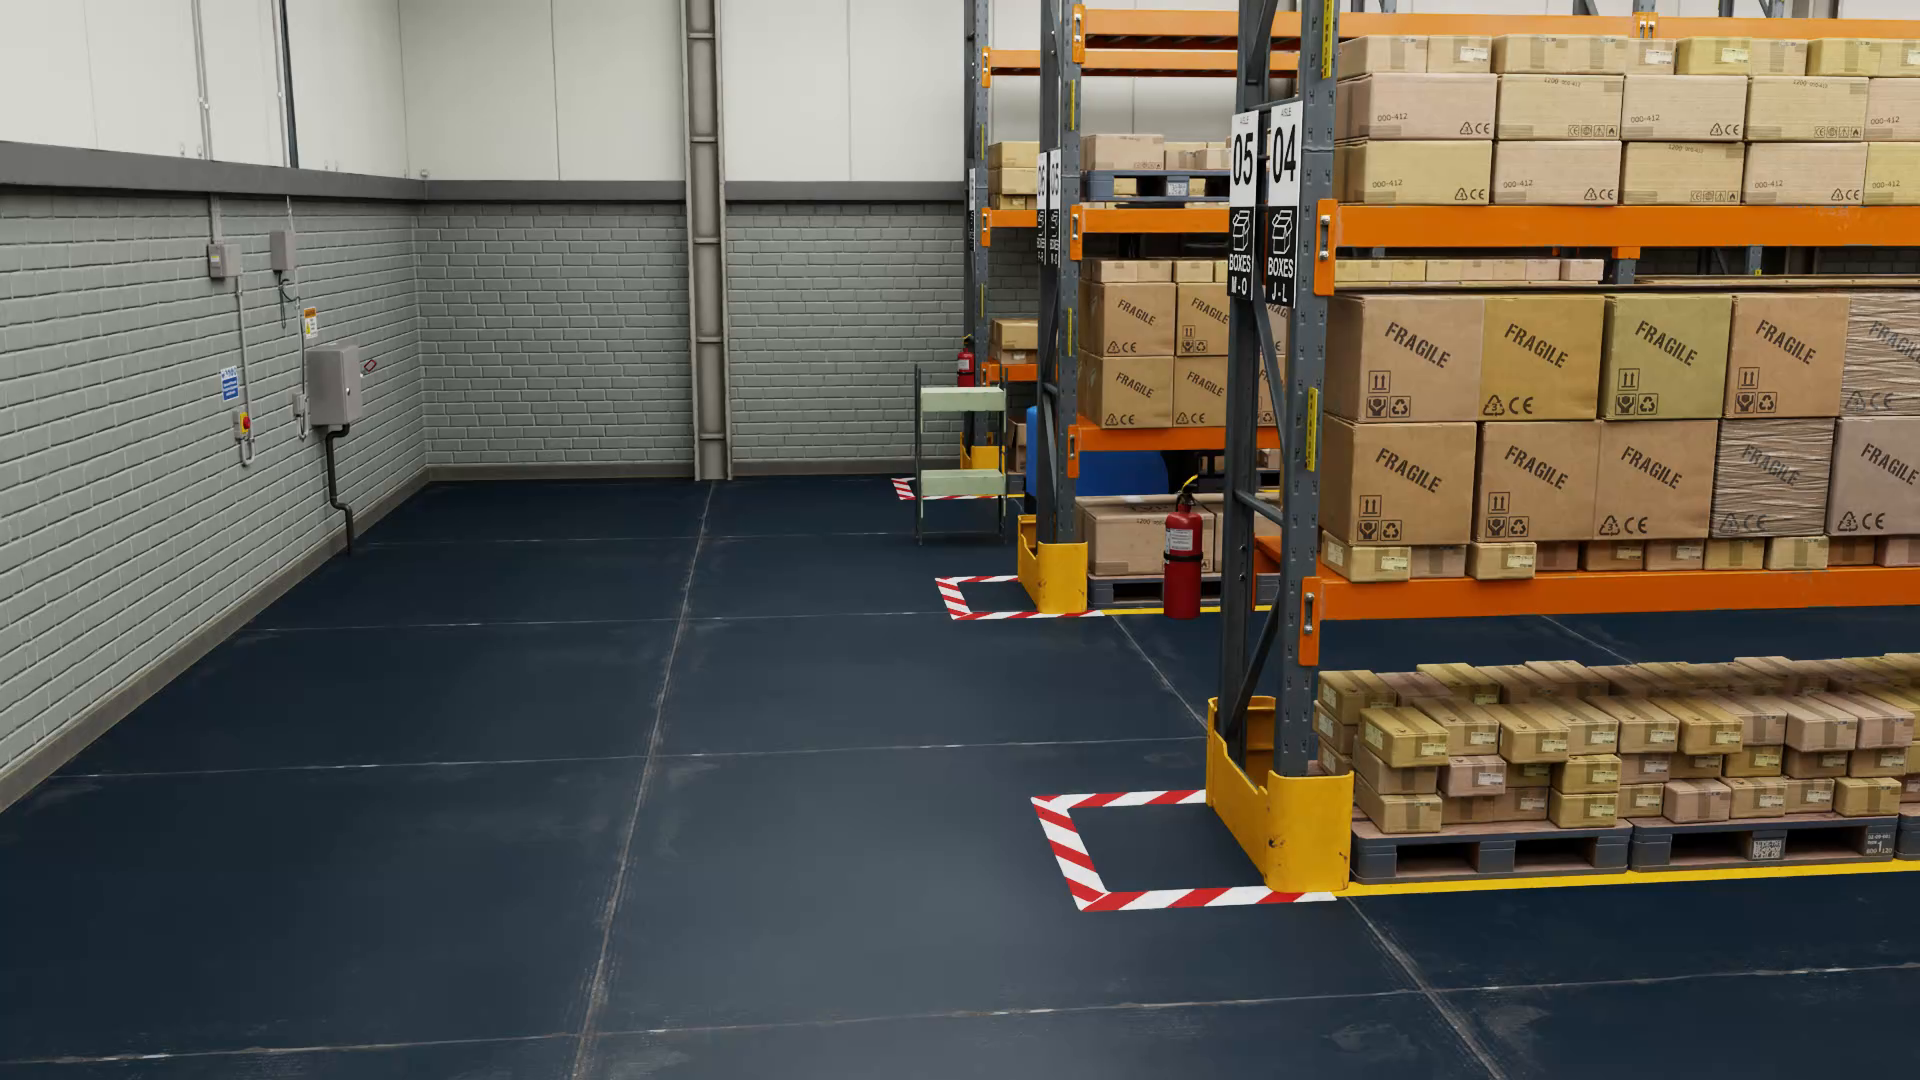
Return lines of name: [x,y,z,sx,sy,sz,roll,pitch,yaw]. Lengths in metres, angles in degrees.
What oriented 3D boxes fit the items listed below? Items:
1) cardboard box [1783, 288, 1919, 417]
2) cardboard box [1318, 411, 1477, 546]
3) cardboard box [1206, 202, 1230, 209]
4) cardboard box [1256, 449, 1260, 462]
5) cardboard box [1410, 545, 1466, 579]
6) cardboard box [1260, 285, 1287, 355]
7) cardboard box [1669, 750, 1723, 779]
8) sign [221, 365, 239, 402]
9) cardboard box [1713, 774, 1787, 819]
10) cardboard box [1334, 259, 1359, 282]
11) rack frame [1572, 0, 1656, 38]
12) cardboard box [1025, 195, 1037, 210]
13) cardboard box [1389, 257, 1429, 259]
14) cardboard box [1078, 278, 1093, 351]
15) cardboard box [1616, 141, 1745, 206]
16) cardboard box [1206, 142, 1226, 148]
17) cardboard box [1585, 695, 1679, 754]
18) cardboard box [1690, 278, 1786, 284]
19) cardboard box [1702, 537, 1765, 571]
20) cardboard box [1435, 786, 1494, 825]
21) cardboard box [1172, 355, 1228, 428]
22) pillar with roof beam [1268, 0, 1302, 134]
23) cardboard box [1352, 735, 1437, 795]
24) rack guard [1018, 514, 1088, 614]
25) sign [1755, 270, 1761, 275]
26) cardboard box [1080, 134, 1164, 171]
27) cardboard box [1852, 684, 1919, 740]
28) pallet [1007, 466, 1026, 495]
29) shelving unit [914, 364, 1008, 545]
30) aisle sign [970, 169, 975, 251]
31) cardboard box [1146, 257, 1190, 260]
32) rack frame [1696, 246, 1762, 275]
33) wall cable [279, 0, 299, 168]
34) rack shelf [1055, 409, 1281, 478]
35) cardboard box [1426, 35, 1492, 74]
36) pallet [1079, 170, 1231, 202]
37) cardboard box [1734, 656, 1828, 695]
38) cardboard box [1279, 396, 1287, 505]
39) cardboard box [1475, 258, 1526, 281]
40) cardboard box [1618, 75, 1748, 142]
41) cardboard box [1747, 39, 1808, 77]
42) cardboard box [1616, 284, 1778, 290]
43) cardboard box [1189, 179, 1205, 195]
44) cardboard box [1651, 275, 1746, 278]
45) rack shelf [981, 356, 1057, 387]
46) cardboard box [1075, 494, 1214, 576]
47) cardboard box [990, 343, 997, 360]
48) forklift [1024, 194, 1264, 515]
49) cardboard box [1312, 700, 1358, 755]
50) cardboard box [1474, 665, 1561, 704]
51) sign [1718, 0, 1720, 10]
cardboard box: [3.845,-0.805,7.063,0.500,0.500,0.500,-1,11,-5]
cardboard box: [1.806,-0.269,6.928,0.500,0.500,0.500,-1,11,-3]
cardboard box: [2.531,-3.365,16.583,0.250,0.149,0.380,-1,11,-5]
cardboard box: [3.018,-0.929,17.621,0.250,0.149,0.380,-1,11,-7]
cardboard box: [1.936,0.049,6.994,0.250,0.149,0.380,-1,11,-4]
cardboard box: [2.226,-1.584,11.797,0.500,0.500,0.500,-1,11,-7]
cardboard box: [3.176,0.929,7.397,0.250,0.149,0.380,-1,11,-3]
sign: [-4.964,-1.065,11.306,0.001,0.218,0.327,-1,11,-6]
cardboard box: [3.422,1.091,7.343,0.250,0.149,0.380,-1,11,-6]
cardboard box: [2.624,-1.901,11.728,0.250,0.149,0.380,-1,11,-7]
rack frame: [4.671,-4.091,11.851,0.127,3.000,1.000,-1,11,-6]
cardboard box: [0.755,-3.337,16.443,0.250,0.149,0.380,-1,11,-5]
cardboard box: [3.306,-2.034,12.404,0.250,0.149,0.380,-2,11,-8]
cardboard box: [1.148,-1.660,12.183,0.500,0.500,0.500,-1,11,-4]
cardboard box: [2.838,-1.499,6.830,0.500,0.250,0.500,-2,11,-8]
cardboard box: [2.647,-3.811,16.524,0.500,0.250,0.500,-1,11,-5]
cardboard box: [2.927,0.803,7.265,0.250,0.149,0.380,-1,11,-4]
cardboard box: [5.643,-1.657,12.171,0.500,0.500,0.500,-1,11,-6]
cardboard box: [3.233,0.020,7.142,0.250,0.149,0.380,-1,11,-4]
cardboard box: [2.137,1.105,7.274,0.250,0.149,0.380,-1,11,-6]
cardboard box: [1.703,-1.084,11.848,0.500,0.500,0.500,-1,11,-7]
pillar with roof beam: [3.807,-4.376,13.299,0.400,9.000,9.100,-1,11,-6]
cardboard box: [1.878,0.968,7.199,0.250,0.149,0.380,-1,11,-4]
rack guard: [0.671,0.163,12.245,0.348,0.500,1.175,-1,11,-6]
sign: [8.176,-2.608,17.063,0.005,0.325,0.100,-1,11,-6]
cardboard box: [1.132,-2.744,11.817,0.500,0.250,0.500,-2,11,-11]
cardboard box: [4.218,0.768,7.447,0.250,0.149,0.380,-1,11,-4]
pallet: [1.023,-0.666,17.210,1.213,0.211,1.003,-1,11,-6]
shelving unit: [0.007,-0.736,14.224,0.755,1.500,0.431,-1,11,-6]
aisle sign: [0.119,-3.234,16.303,0.004,0.787,0.394,-1,11,-6]
cardboard box: [1.527,-2.000,12.231,0.250,0.149,0.380,-1,11,-7]
rack frame: [8.108,-2.183,17.696,0.127,3.000,1.000,-1,11,-6]
wall cable: [-5.272,-4.533,14.002,0.133,3.039,2.988,-1,11,-6]
rack shelf: [2.683,-0.753,12.288,4.000,0.370,1.077,-1,11,-6]
cardboard box: [1.932,-1.921,6.648,0.250,0.149,0.380,-1,11,-4]
pallet: [1.431,-2.510,11.814,1.213,0.211,1.003,-1,11,-6]
cardboard box: [3.896,0.676,7.911,0.250,0.149,0.380,-1,11,-5]
cardboard box: [1.749,-0.371,7.449,0.500,0.500,0.500,-1,11,-5]
cardboard box: [3.877,-1.950,11.979,0.250,0.149,0.380,-1,11,-6]
cardboard box: [2.817,-1.739,6.756,0.500,0.250,0.500,-1,11,-5]
cardboard box: [3.224,-1.946,6.775,0.250,0.149,0.380,-1,11,-4]
cardboard box: [3.303,-0.895,7.521,0.500,0.500,0.500,-2,11,-8]
cardboard box: [2.151,-3.555,16.518,0.500,0.250,0.500,-1,11,-7]
cardboard box: [5.602,-1.757,12.678,0.500,0.500,0.500,-1,11,-5]
rack shelf: [2.143,-1.705,17.129,4.000,0.370,1.077,-1,11,-6]
cardboard box: [1.340,-0.046,12.380,0.875,0.438,0.875,-2,11,-8]
cardboard box: [0.455,-1.951,17.169,0.250,0.149,0.380,-1,11,-7]
forklift: [2.150,-1.550,14.656,3.031,2.935,1.130,-2,11,-10]
cardboard box: [1.824,0.864,7.728,0.250,0.149,0.380,-2,11,-8]
cardboard box: [2.593,0.707,7.756,0.250,0.149,0.380,-2,11,-8]
sign: [8.045,-5.769,17.552,0.005,0.325,0.100,-1,11,-6]
